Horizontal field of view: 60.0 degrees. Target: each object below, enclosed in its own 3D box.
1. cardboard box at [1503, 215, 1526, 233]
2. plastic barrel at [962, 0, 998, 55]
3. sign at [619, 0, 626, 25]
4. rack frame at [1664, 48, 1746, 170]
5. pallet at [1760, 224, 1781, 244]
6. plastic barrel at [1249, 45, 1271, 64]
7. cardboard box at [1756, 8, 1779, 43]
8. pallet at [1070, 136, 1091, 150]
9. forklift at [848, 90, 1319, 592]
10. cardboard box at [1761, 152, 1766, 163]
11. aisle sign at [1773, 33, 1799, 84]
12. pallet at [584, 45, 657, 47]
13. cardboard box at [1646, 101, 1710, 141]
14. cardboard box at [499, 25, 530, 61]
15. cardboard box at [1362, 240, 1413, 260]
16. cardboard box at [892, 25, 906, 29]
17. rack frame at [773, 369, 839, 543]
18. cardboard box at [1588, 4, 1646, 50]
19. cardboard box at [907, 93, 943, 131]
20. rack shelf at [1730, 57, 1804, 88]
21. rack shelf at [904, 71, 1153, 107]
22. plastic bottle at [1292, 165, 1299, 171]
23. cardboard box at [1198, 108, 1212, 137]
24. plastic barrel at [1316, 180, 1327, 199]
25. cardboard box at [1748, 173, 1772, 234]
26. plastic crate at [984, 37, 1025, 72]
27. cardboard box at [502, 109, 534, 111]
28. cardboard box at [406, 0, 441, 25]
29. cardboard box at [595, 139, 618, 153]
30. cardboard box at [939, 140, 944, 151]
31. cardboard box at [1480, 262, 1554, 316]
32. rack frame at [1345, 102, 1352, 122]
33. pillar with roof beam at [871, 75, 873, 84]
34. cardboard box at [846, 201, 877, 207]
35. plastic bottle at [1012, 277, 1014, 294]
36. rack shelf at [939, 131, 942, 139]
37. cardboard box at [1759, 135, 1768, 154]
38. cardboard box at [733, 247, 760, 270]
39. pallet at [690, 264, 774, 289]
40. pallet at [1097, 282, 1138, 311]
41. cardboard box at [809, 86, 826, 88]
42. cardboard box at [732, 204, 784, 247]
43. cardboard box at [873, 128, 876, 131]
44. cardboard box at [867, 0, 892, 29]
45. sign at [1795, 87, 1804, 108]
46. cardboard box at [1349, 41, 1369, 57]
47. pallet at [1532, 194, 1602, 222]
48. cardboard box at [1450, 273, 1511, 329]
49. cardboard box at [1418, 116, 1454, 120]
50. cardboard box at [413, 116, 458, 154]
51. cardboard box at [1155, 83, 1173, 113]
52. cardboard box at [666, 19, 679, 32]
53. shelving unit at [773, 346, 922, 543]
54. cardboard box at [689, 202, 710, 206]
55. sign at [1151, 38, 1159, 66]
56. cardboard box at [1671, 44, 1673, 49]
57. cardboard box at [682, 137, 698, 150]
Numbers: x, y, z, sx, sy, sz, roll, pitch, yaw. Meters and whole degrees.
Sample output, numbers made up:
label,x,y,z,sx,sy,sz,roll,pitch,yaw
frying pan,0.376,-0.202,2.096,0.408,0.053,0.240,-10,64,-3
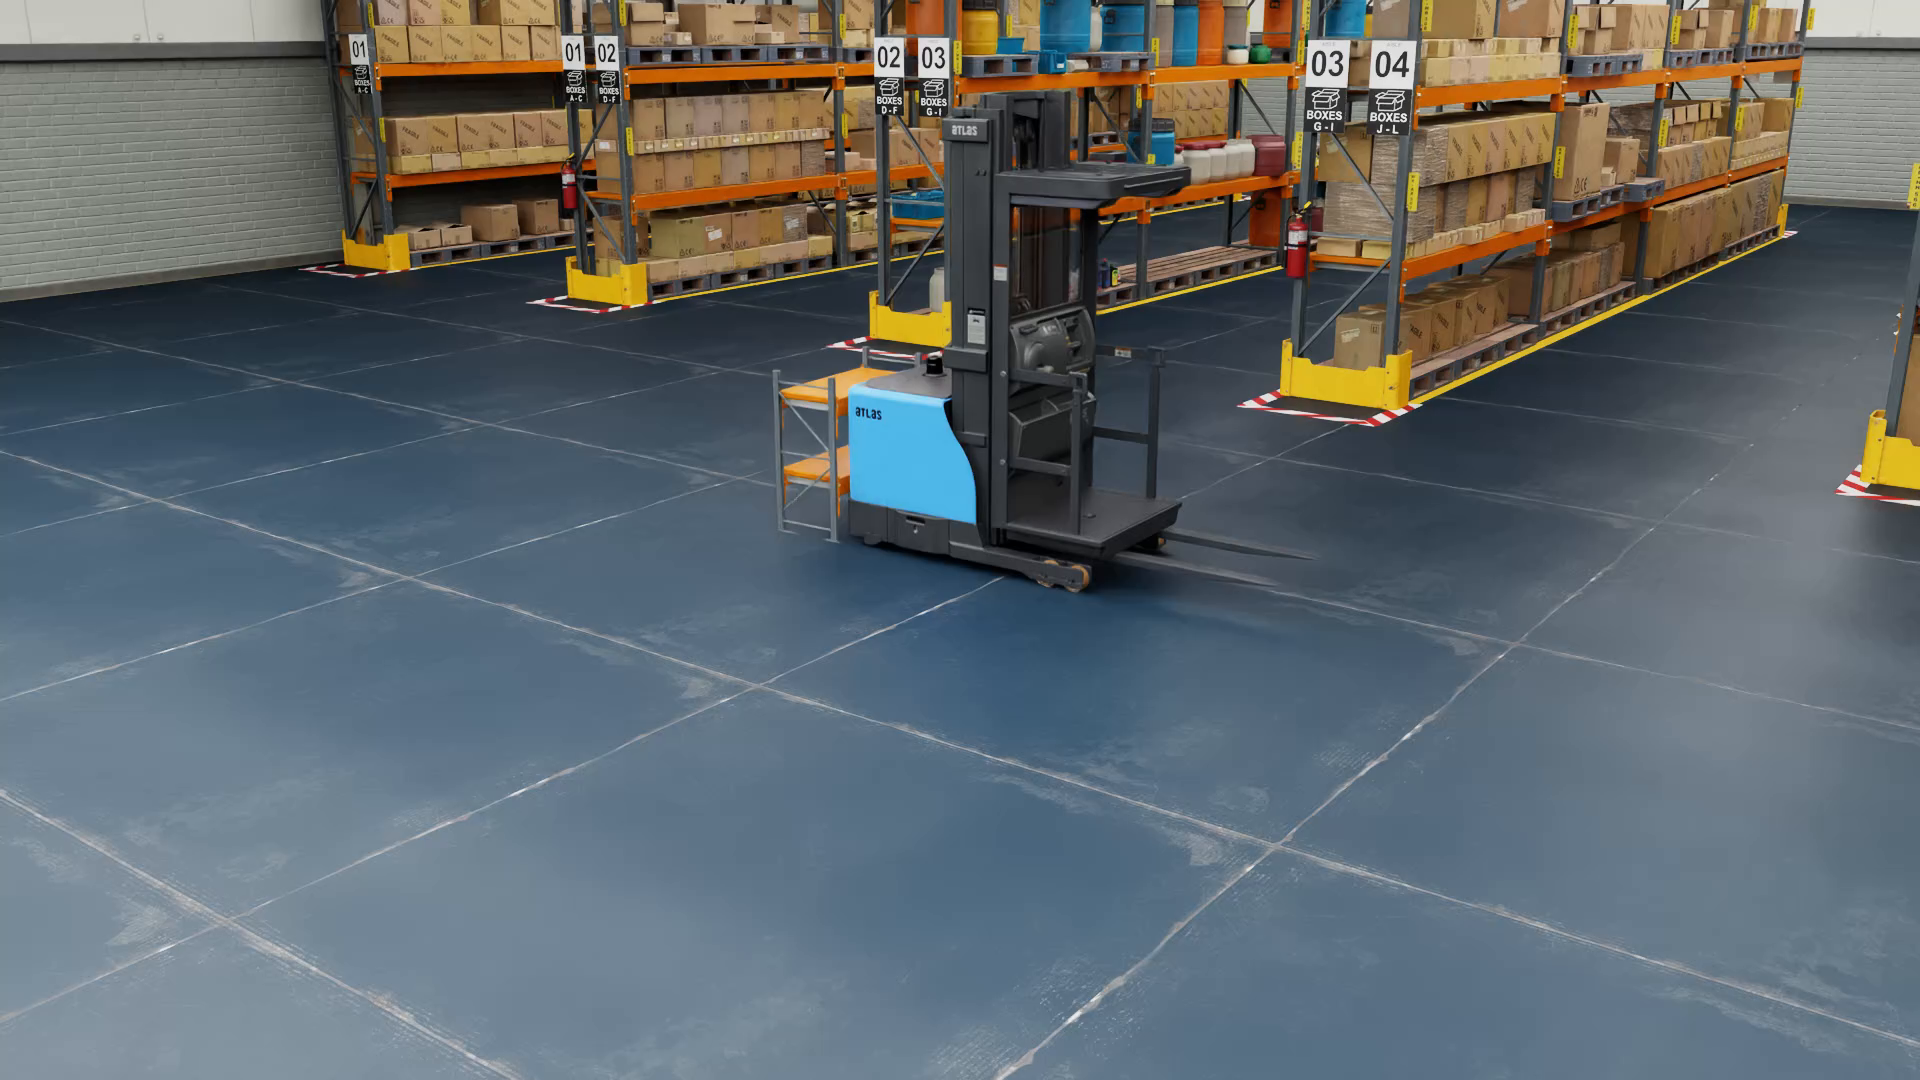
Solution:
label,x,y,z,sx,sy,sz,roll,pitch,yaw
cardboard box,5.592,-3.267,17.130,0.380,0.149,0.250,12,21,35
plastic barrel,0.114,-5.616,18.186,0.600,0.588,0.600,0,17,0
sign,-3.997,-6.263,19.689,0.100,0.325,0.005,12,21,35
rack frame,10.664,-5.582,24.159,1.000,3.000,0.127,12,21,35
pallet,12.634,-4.998,26.983,1.003,0.211,1.213,12,21,35
plastic barrel,4.197,-6.795,23.270,0.294,0.245,0.294,0,17,0
cardboard box,11.832,-7.734,24.987,0.700,0.500,0.500,14,22,37
pallet,1.482,-6.753,28.254,1.003,0.211,1.213,12,21,35
forklift,0.757,-1.257,10.348,3.031,2.935,1.130,11,21,32
cardboard box,12.189,-5.907,25.632,0.380,0.149,0.250,13,21,36
aisle sign,13.331,-7.740,26.726,0.394,0.787,0.004,12,21,35
pallet,-5.583,-7.773,26.475,1.213,0.211,1.003,12,21,35
cardboard box,9.872,-5.793,22.981,0.797,0.503,0.637,13,21,35
cardboard box,-6.750,-7.371,24.662,0.500,0.500,0.500,11,21,33
cardboard box,3.875,-2.629,15.076,0.380,0.149,0.250,12,21,35
cardboard box,-1.051,-10.021,32.774,0.500,0.250,0.500,13,21,35
rack frame,-1.033,-0.562,11.156,0.500,1.125,0.032,11,20,31
cardboard box,7.593,-5.951,19.279,0.500,0.500,0.500,13,21,36
cardboard box,-0.934,-8.477,32.978,0.980,0.700,0.700,13,21,36
rack shelf,11.856,-7.147,25.355,1.077,0.370,4.000,12,21,35
rack shelf,0.728,-5.164,18.970,1.077,0.370,4.000,12,21,35
plastic bottle,4.820,-5.491,24.076,0.152,0.276,0.135,12,21,35
cardboard box,4.438,-7.937,31.575,0.500,0.500,0.500,13,21,35
plastic barrel,5.927,-5.360,26.276,0.600,0.901,0.708,12,21,35
cardboard box,12.188,-5.337,26.246,0.875,0.875,0.875,12,21,35
plastic crate,0.431,-5.531,18.966,0.392,0.384,0.575,12,21,35
cardboard box,-6.796,-6.400,25.751,0.500,0.500,0.500,12,21,34
cardboard box,-7.656,-7.476,23.314,0.500,0.500,0.500,12,21,34
cardboard box,-4.365,-4.957,20.886,0.380,0.149,0.250,12,21,34
cardboard box,-0.361,-6.159,26.169,0.500,0.311,0.500,12,21,34
cardboard box,6.280,-2.835,18.788,0.700,0.500,0.500,11,20,31
rack frame,6.686,-6.457,26.978,1.000,3.000,0.127,12,21,35
pillar with roof beam,1.910,-10.631,30.305,9.100,9.000,0.400,12,21,35
cardboard box,-1.441,-4.973,25.184,0.500,0.311,0.500,12,21,35
plastic bottle,0.645,-3.058,20.009,0.097,0.201,0.097,0,17,0
rack shelf,-0.078,-8.340,34.256,1.077,0.370,4.000,12,21,35
cardboard box,12.059,-6.076,25.502,0.500,0.250,0.500,12,21,35
cardboard box,-3.046,-3.808,22.375,0.500,0.250,0.500,12,21,35
pallet,-3.290,-3.622,22.551,1.003,0.211,1.213,12,21,35
pallet,1.486,-3.067,20.764,1.003,0.211,1.213,12,21,35
cardboard box,-2.669,-8.332,31.047,0.500,0.250,0.500,12,21,33
cardboard box,-2.759,-4.287,22.655,0.500,0.500,0.500,12,21,35
cardboard box,-1.676,-7.775,31.613,0.380,0.149,0.250,12,21,35
cardboard box,-1.336,-7.627,23.968,0.500,0.500,0.500,15,23,40
sign,13.475,-7.101,26.701,0.100,0.325,0.005,12,21,35
cardboard box,3.429,-4.396,14.865,0.380,0.149,0.250,12,21,35
pallet,6.470,-3.741,18.556,1.003,0.211,1.213,12,21,35
cardboard box,5.627,-2.595,18.048,0.500,0.500,0.500,12,21,33
cardboard box,4.541,-3.922,16.459,0.500,0.500,0.500,12,21,35
cardboard box,-7.592,-5.822,23.888,0.500,0.500,0.500,12,21,35
cardboard box,3.524,-8.044,30.233,0.500,0.500,0.500,12,21,33
cardboard box,-3.634,-6.585,21.541,0.500,0.311,0.500,16,23,41
shelving unit,-0.758,-0.689,11.564,0.538,1.125,1.048,11,20,31
cardboard box,-4.714,-5.865,28.545,0.700,0.500,0.500,12,21,34
sign,2.355,-5.888,20.074,0.100,0.325,0.005,12,21,35
cardboard box,9.030,-6.689,21.791,0.500,0.500,0.500,14,22,38
cardboard box,-3.576,-5.070,21.250,0.380,0.149,0.250,12,21,34
